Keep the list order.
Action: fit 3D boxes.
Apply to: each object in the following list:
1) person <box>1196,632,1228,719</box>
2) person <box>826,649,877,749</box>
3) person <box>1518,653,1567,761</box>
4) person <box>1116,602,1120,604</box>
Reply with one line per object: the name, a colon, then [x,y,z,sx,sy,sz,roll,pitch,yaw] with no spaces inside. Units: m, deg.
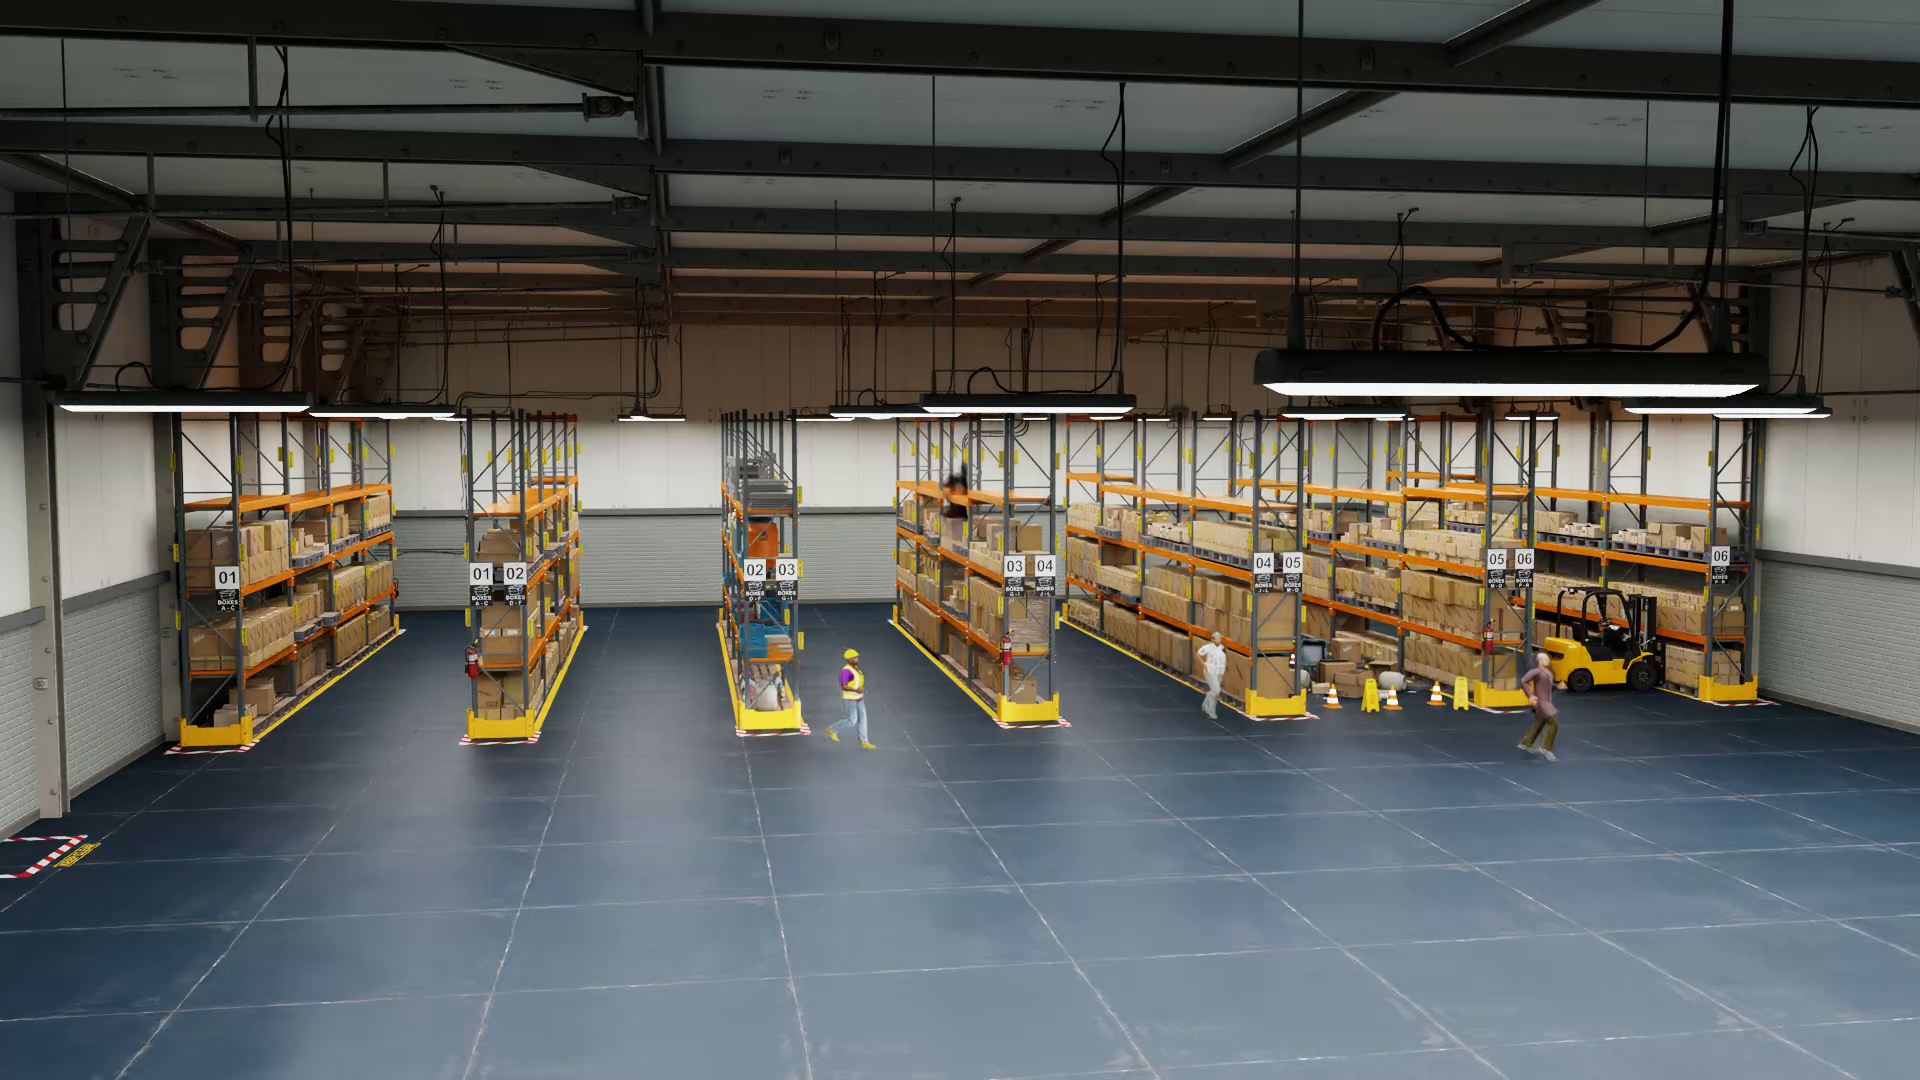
person: [4.955,2.649,32.521,0.609,1.724,0.647,-3,5,-36]
person: [-1.905,2.798,29.294,0.921,1.753,0.709,1,4,18]
person: [9.967,2.852,28.474,0.829,1.841,0.661,3,5,35]
person: [4.990,1.412,50.080,0.828,1.704,0.556,0,4,-6]
